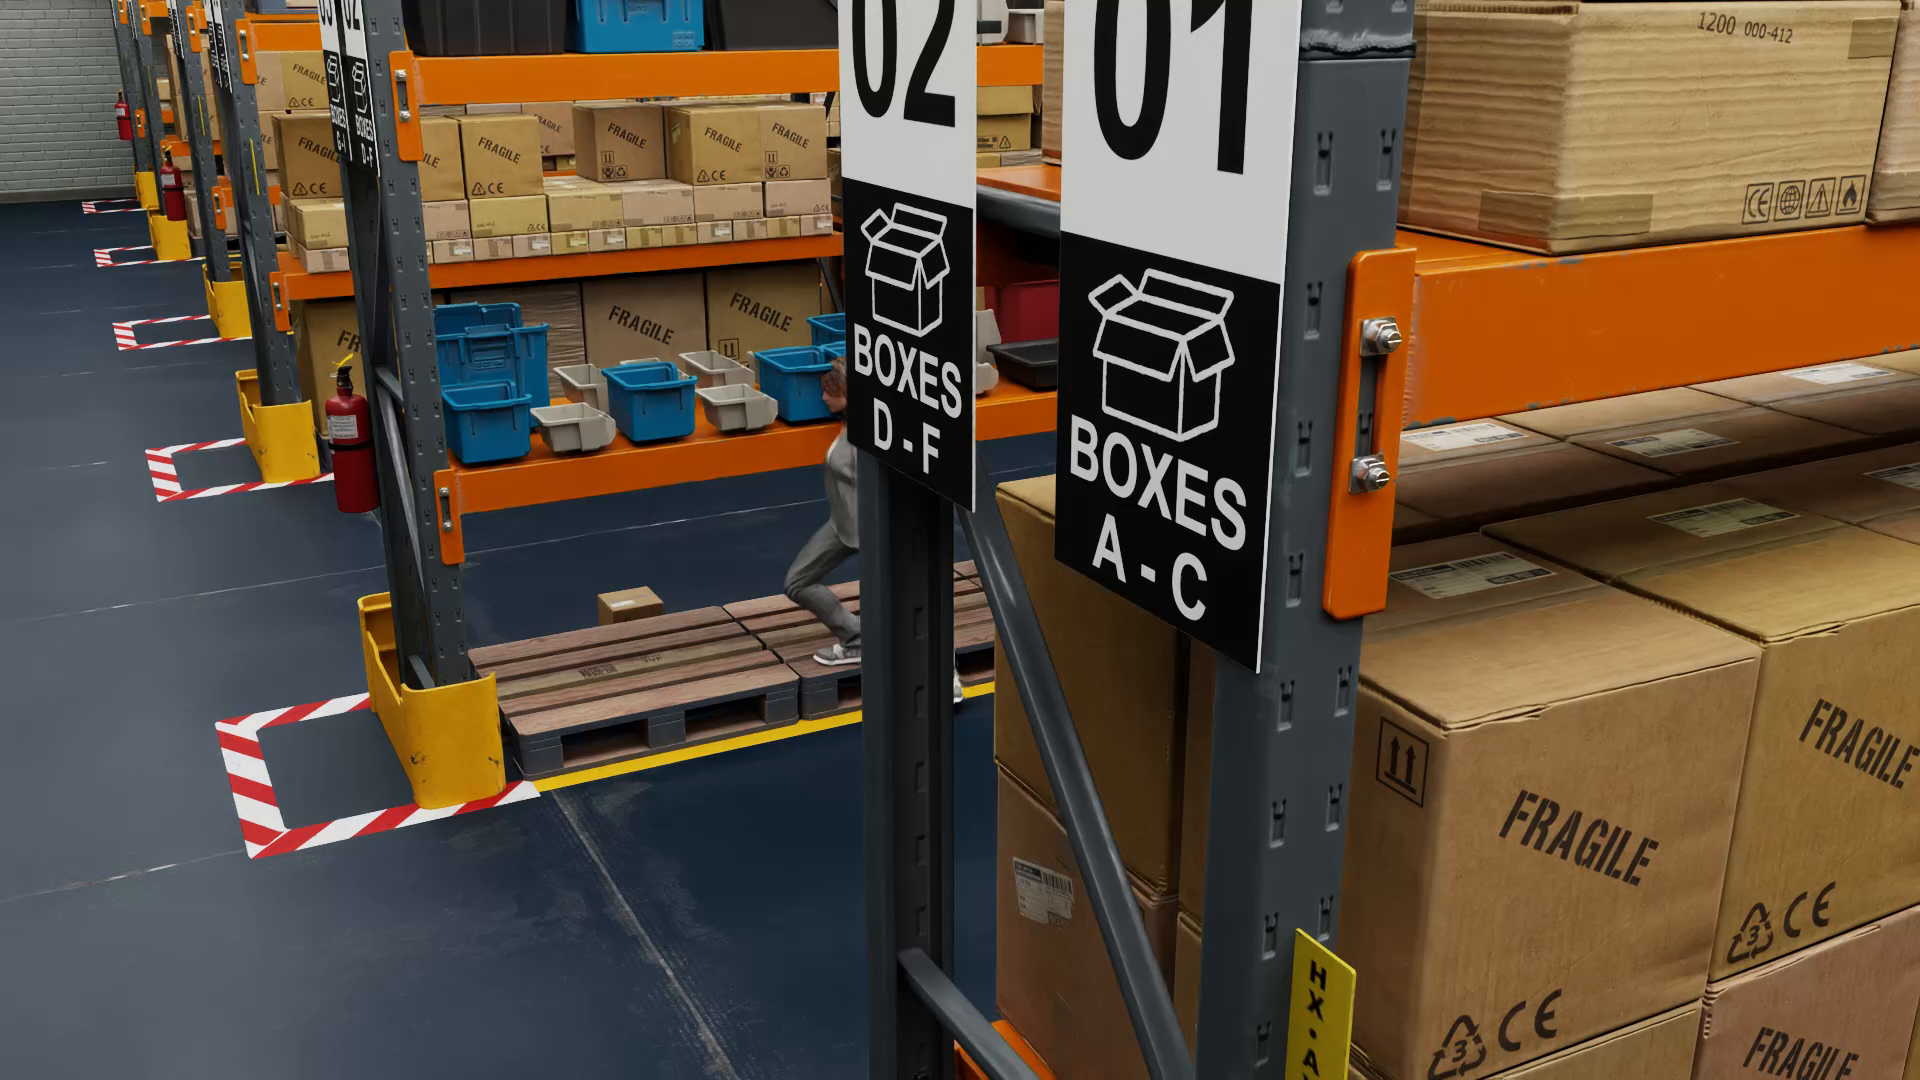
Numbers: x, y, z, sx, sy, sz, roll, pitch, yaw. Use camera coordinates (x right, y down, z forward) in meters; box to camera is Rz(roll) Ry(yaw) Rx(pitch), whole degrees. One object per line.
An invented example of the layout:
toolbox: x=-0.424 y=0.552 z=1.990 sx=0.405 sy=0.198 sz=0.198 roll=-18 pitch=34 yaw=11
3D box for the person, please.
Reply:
person: x=-0.352 y=-0.033 z=7.091 sx=0.704 sy=1.531 sz=0.540 roll=-11 pitch=22 yaw=-29
